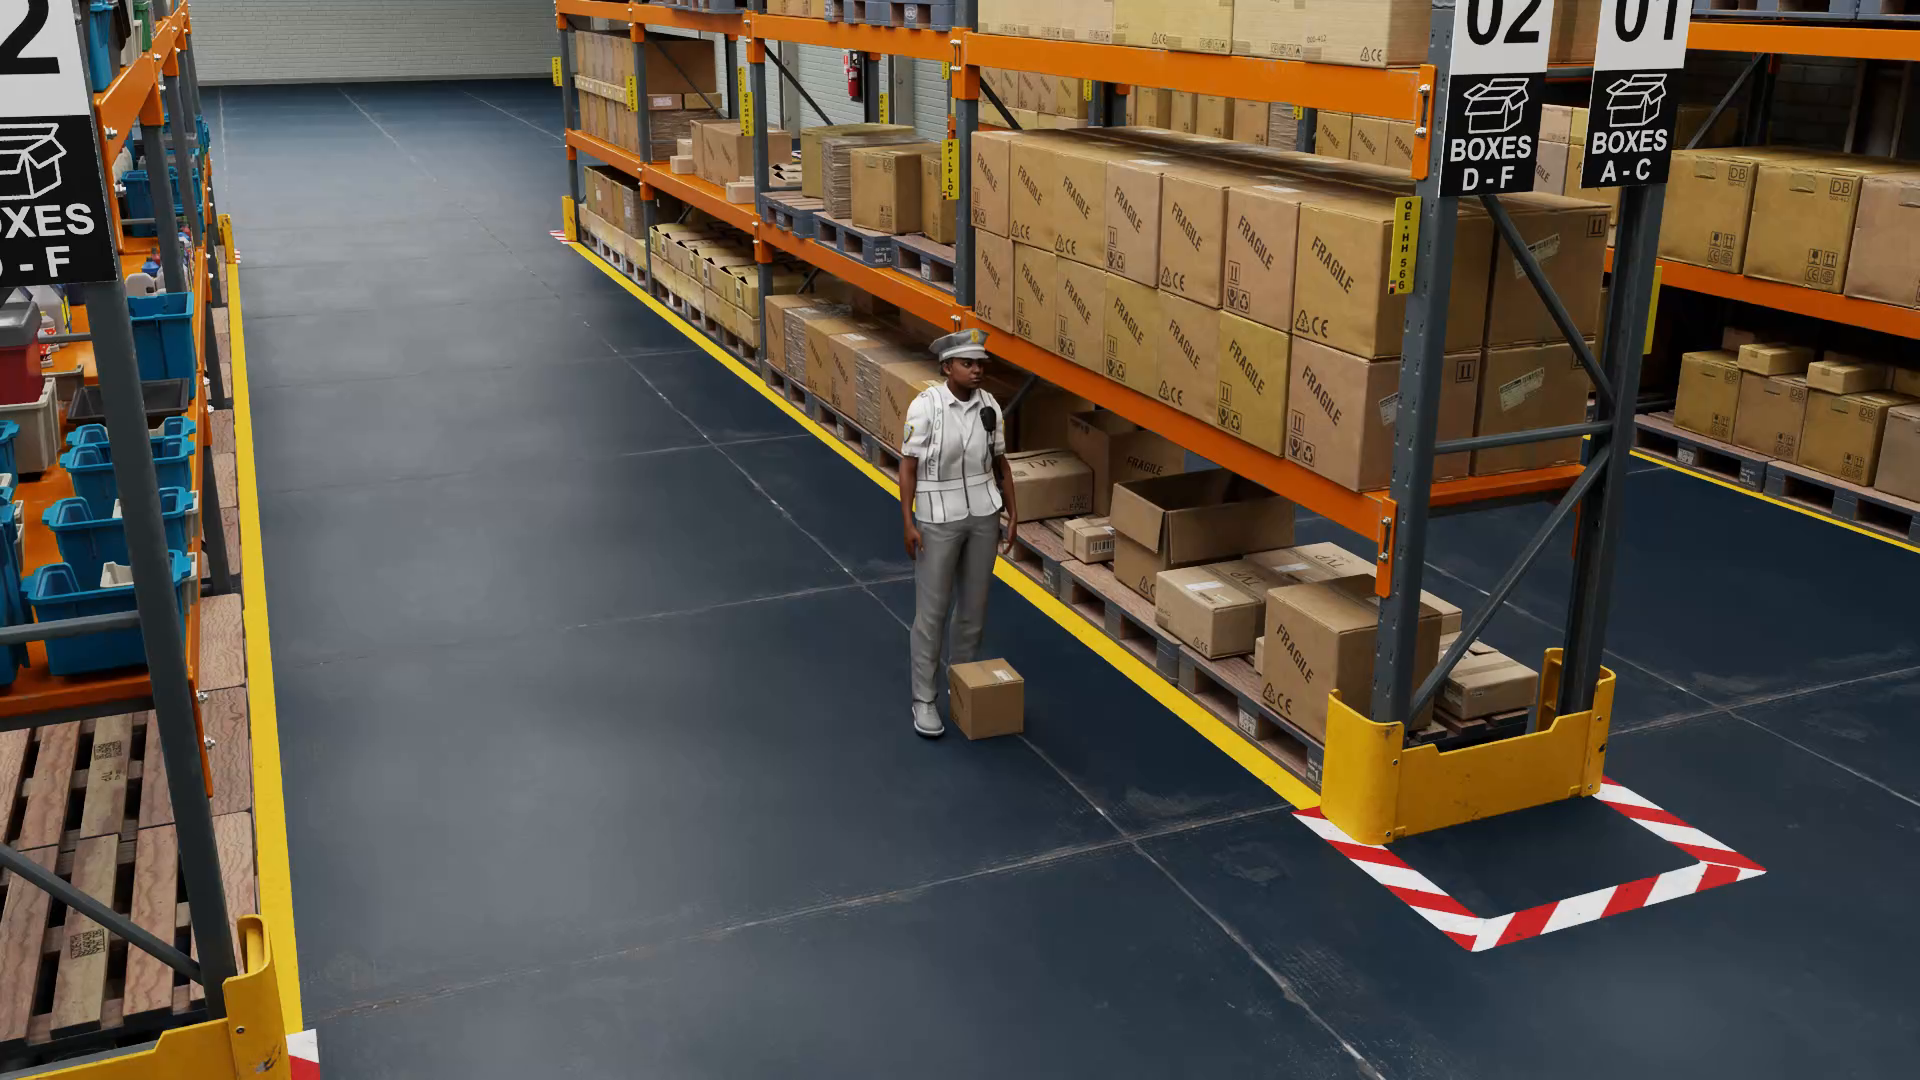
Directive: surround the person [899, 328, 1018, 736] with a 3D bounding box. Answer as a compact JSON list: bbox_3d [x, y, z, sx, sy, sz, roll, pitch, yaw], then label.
[{"bbox_3d":[0.005,-0.058,7.154,0.570,1.698,0.527,-8,21,-22],"label":"person"}]
